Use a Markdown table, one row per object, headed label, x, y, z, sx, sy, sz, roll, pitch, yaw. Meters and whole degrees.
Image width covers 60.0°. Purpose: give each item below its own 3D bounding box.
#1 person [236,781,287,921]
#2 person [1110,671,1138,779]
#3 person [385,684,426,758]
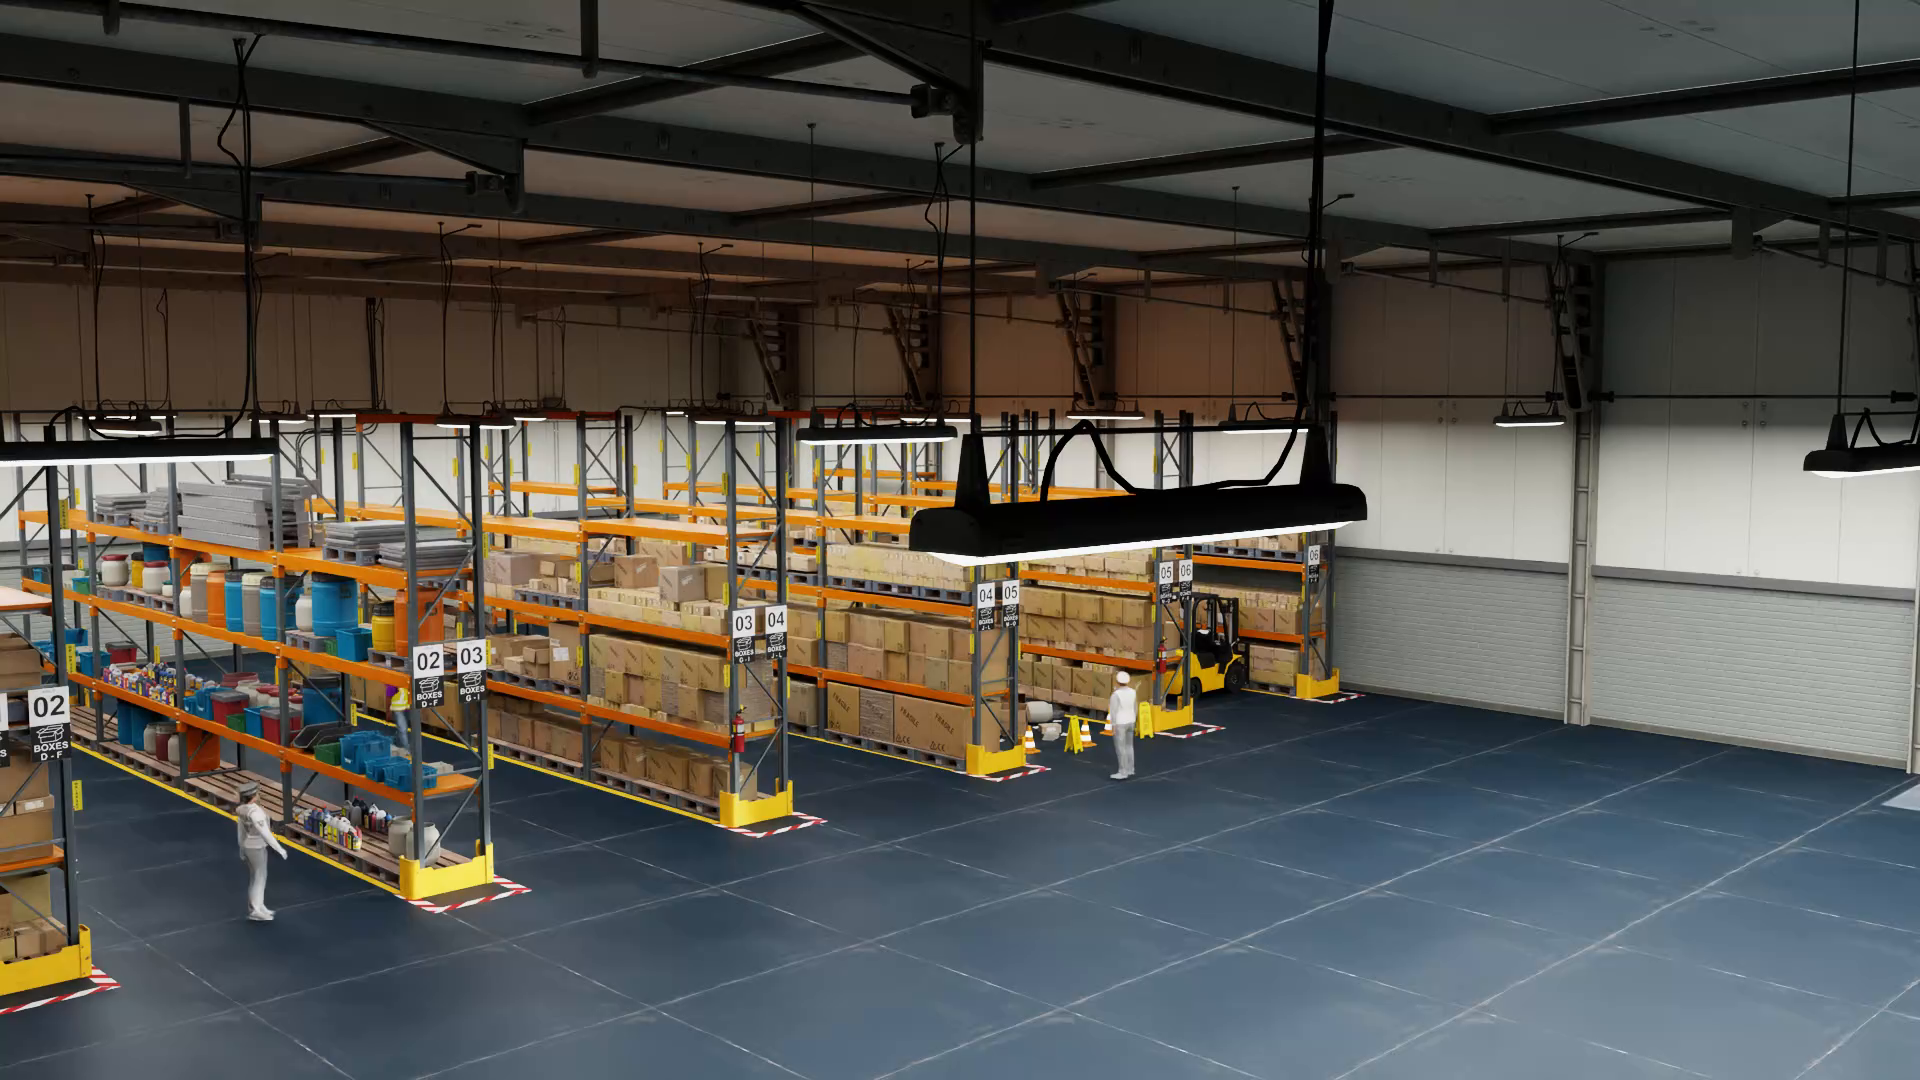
| label | x | y | z | sx | sy | sz | roll | pitch | yaw |
| --- | --- | --- | --- | --- | --- | --- | --- | --- | --- |
| person | -8.439 | 3.765 | 20.118 | 0.551 | 1.708 | 0.517 | -2 | 5 | -22 |
| person | 2.711 | 3.060 | 27.575 | 0.576 | 1.803 | 0.389 | -4 | 6 | -39 |
| person | -9.676 | 2.949 | 28.976 | 1.058 | 1.718 | 0.735 | 4 | 7 | 42 |
